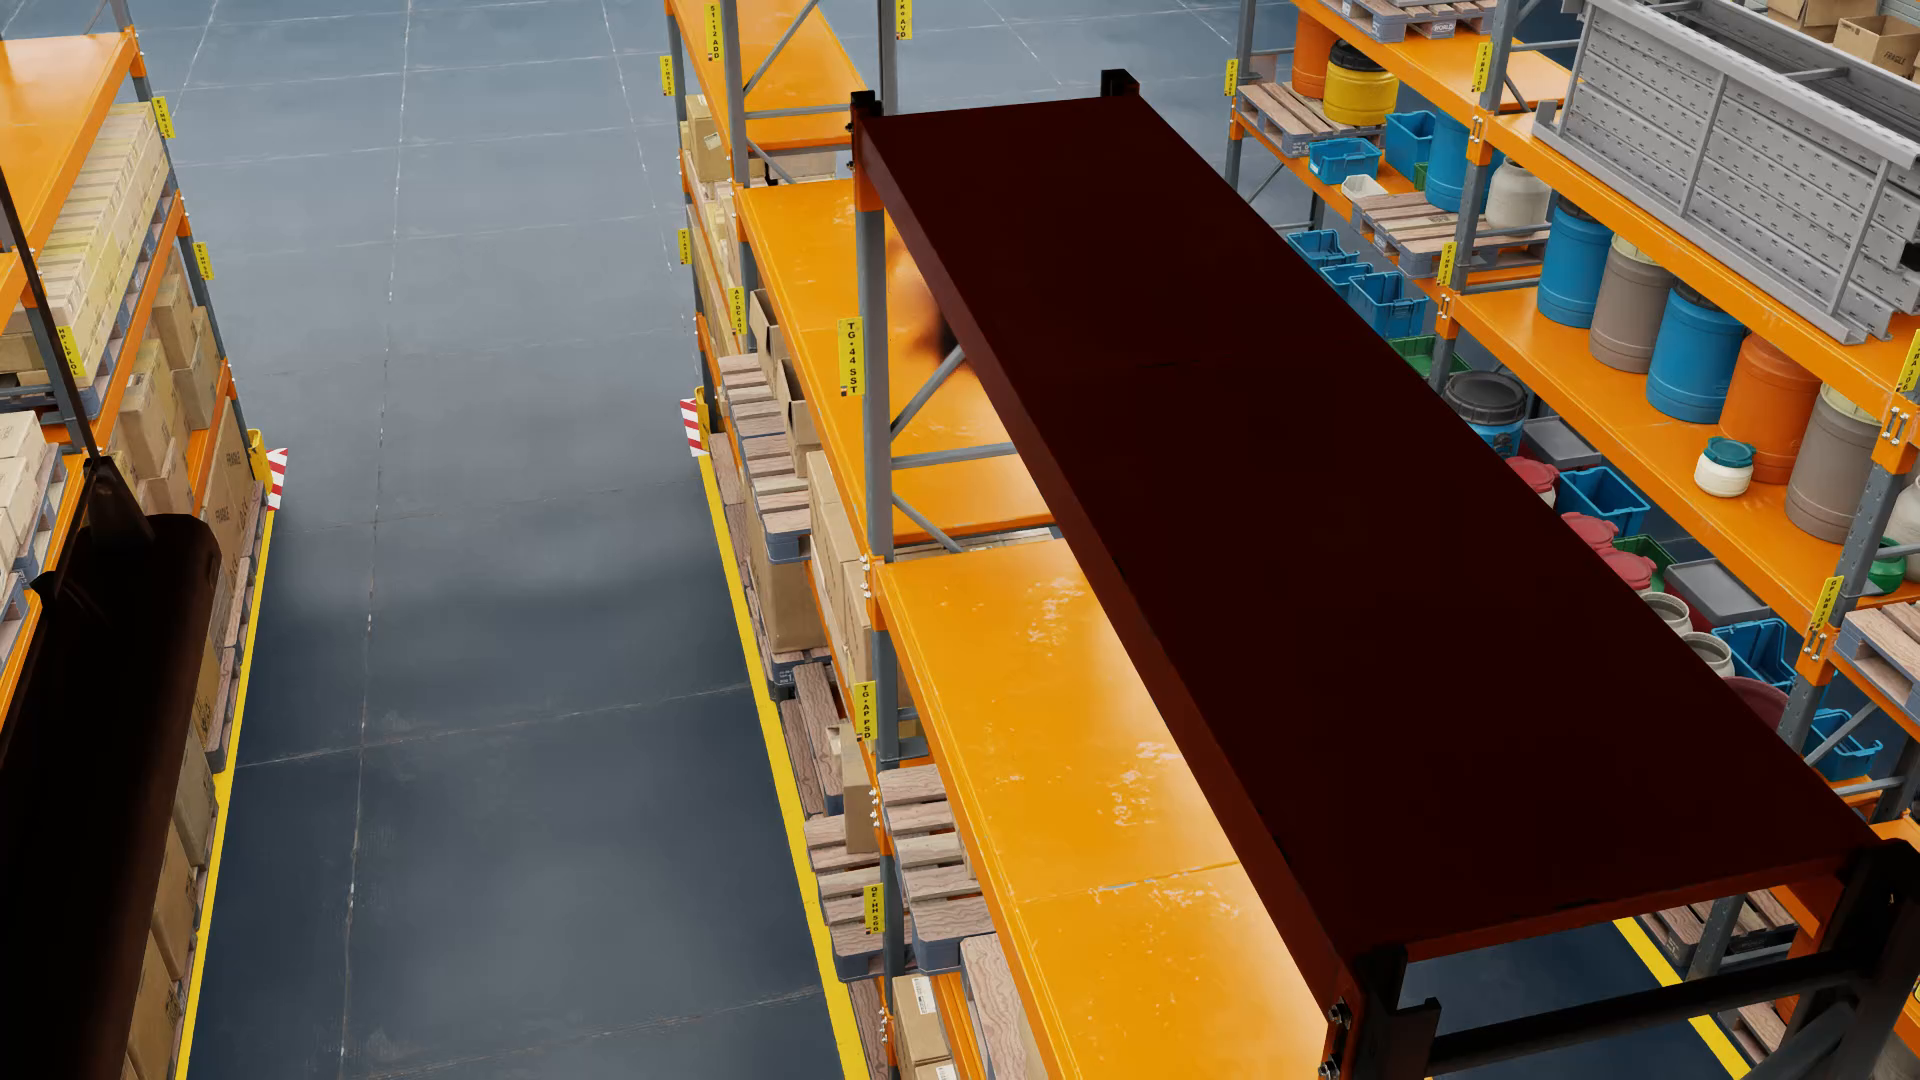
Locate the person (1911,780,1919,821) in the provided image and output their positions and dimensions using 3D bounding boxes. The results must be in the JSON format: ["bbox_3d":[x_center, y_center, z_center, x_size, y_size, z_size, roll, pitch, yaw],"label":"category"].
[{"bbox_3d":[6.531,1.099,10.936,0.696,1.789,0.720,-13,36,-18],"label":"person"}]
